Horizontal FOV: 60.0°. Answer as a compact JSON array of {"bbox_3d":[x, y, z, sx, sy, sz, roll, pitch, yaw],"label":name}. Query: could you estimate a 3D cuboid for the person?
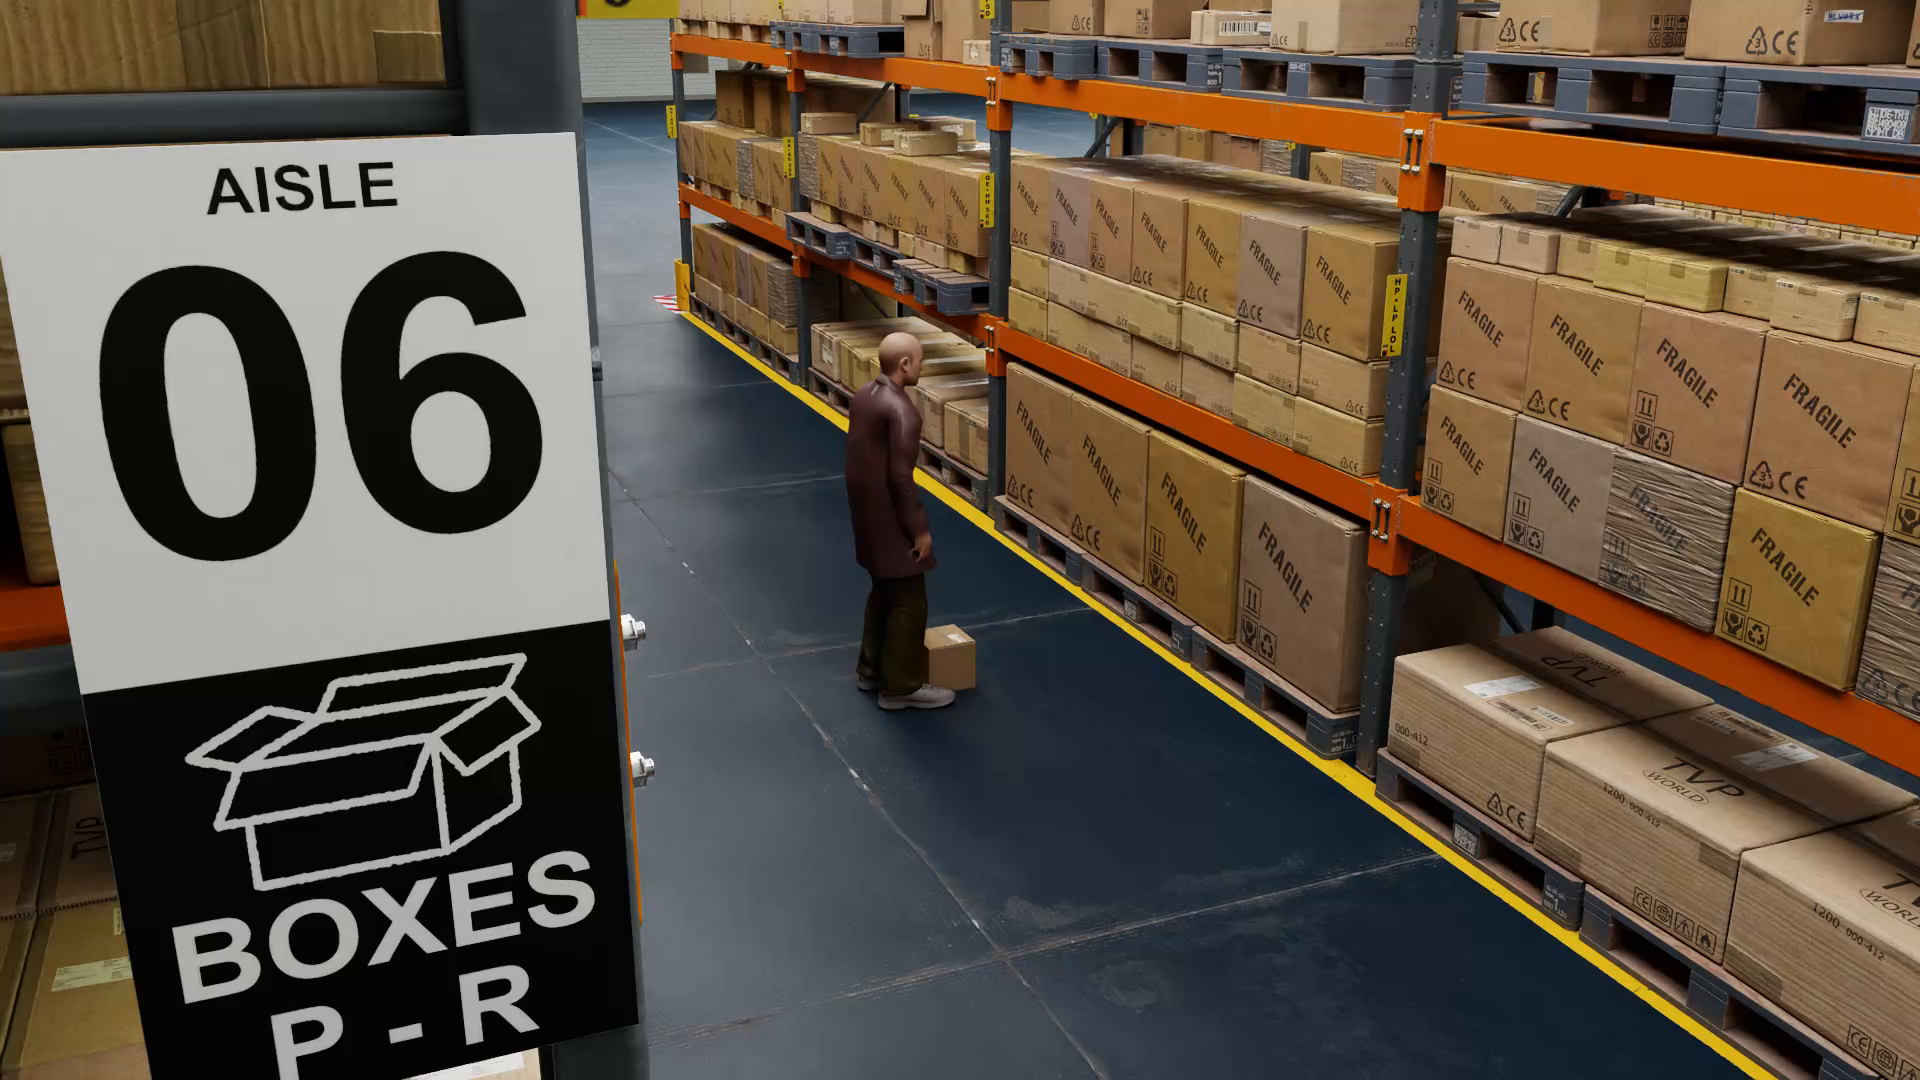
[{"bbox_3d":[-0.315,-0.099,7.879,0.419,1.774,0.645,-8,20,-22],"label":"person"}]
